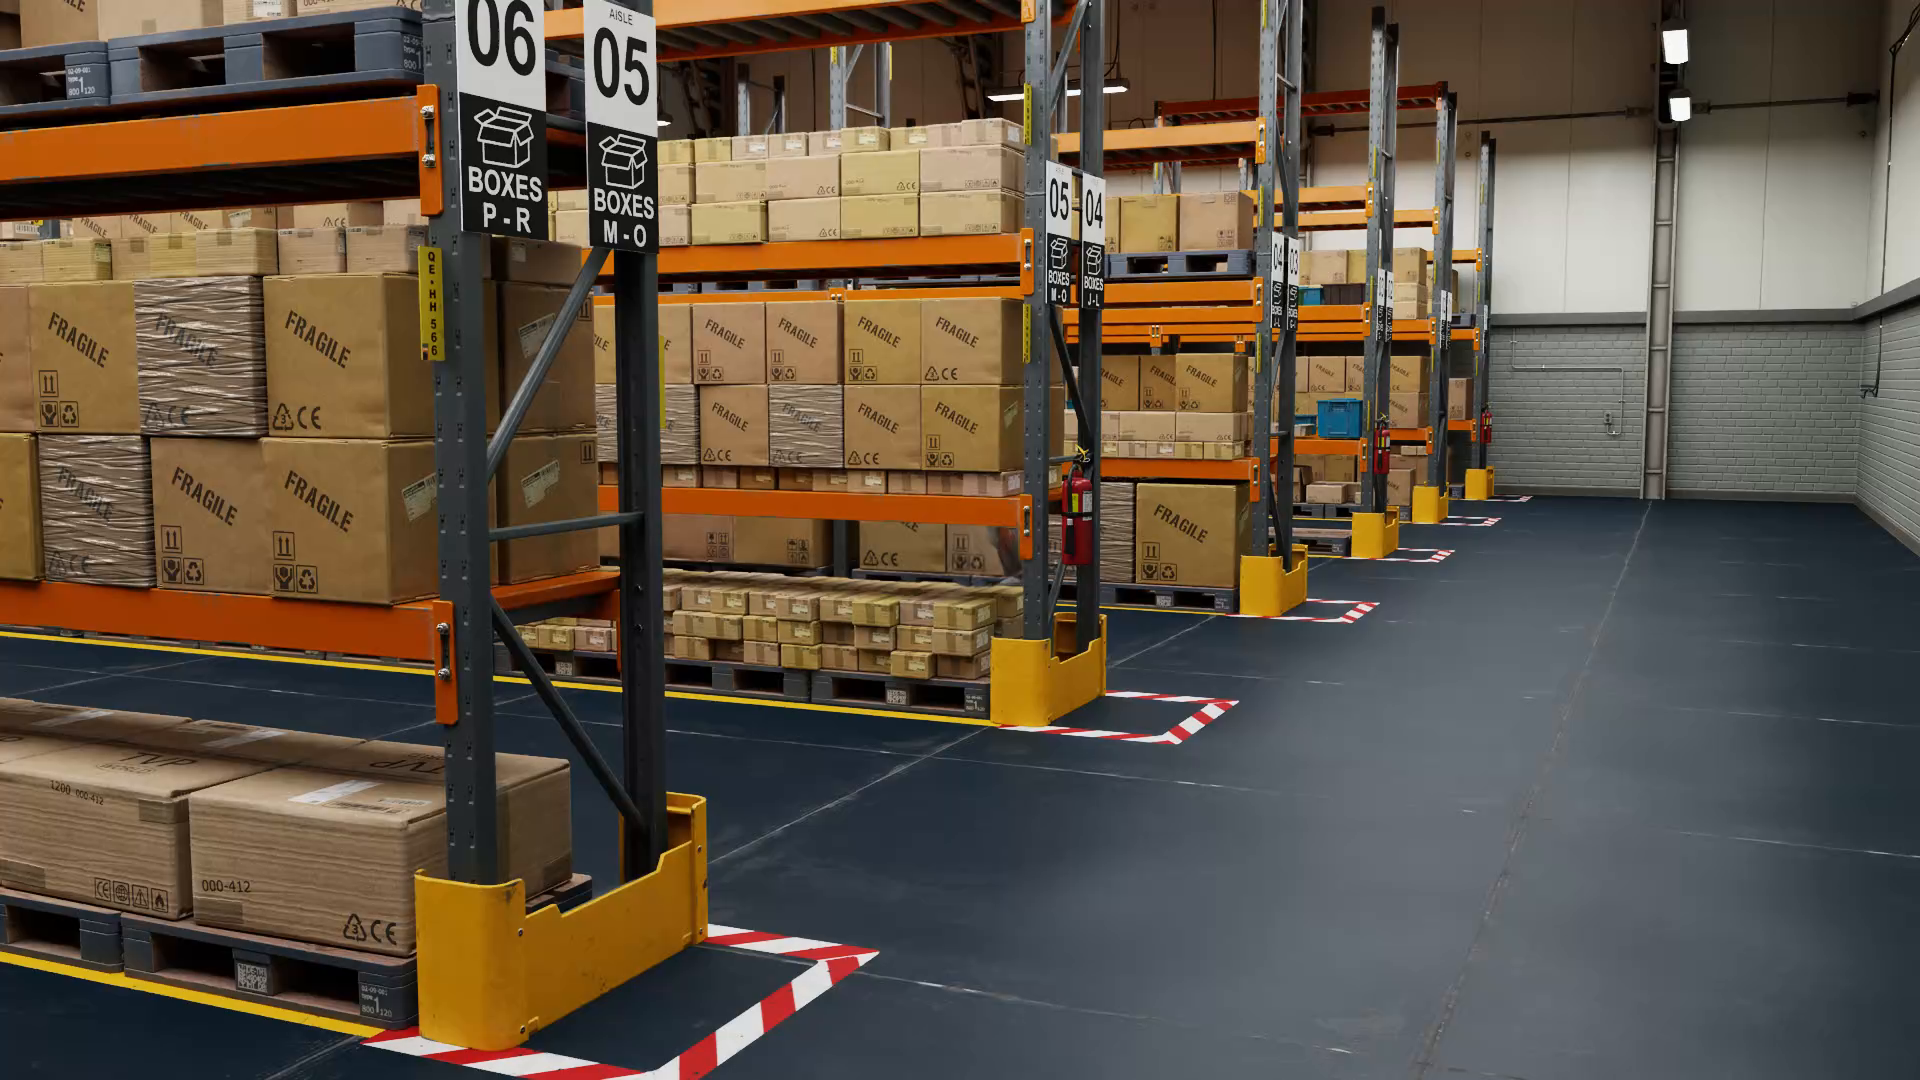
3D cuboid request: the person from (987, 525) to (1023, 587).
[{"bbox_3d":[0.310,-0.102,12.201,0.556,1.763,0.547,0,6,0],"label":"person"}]
